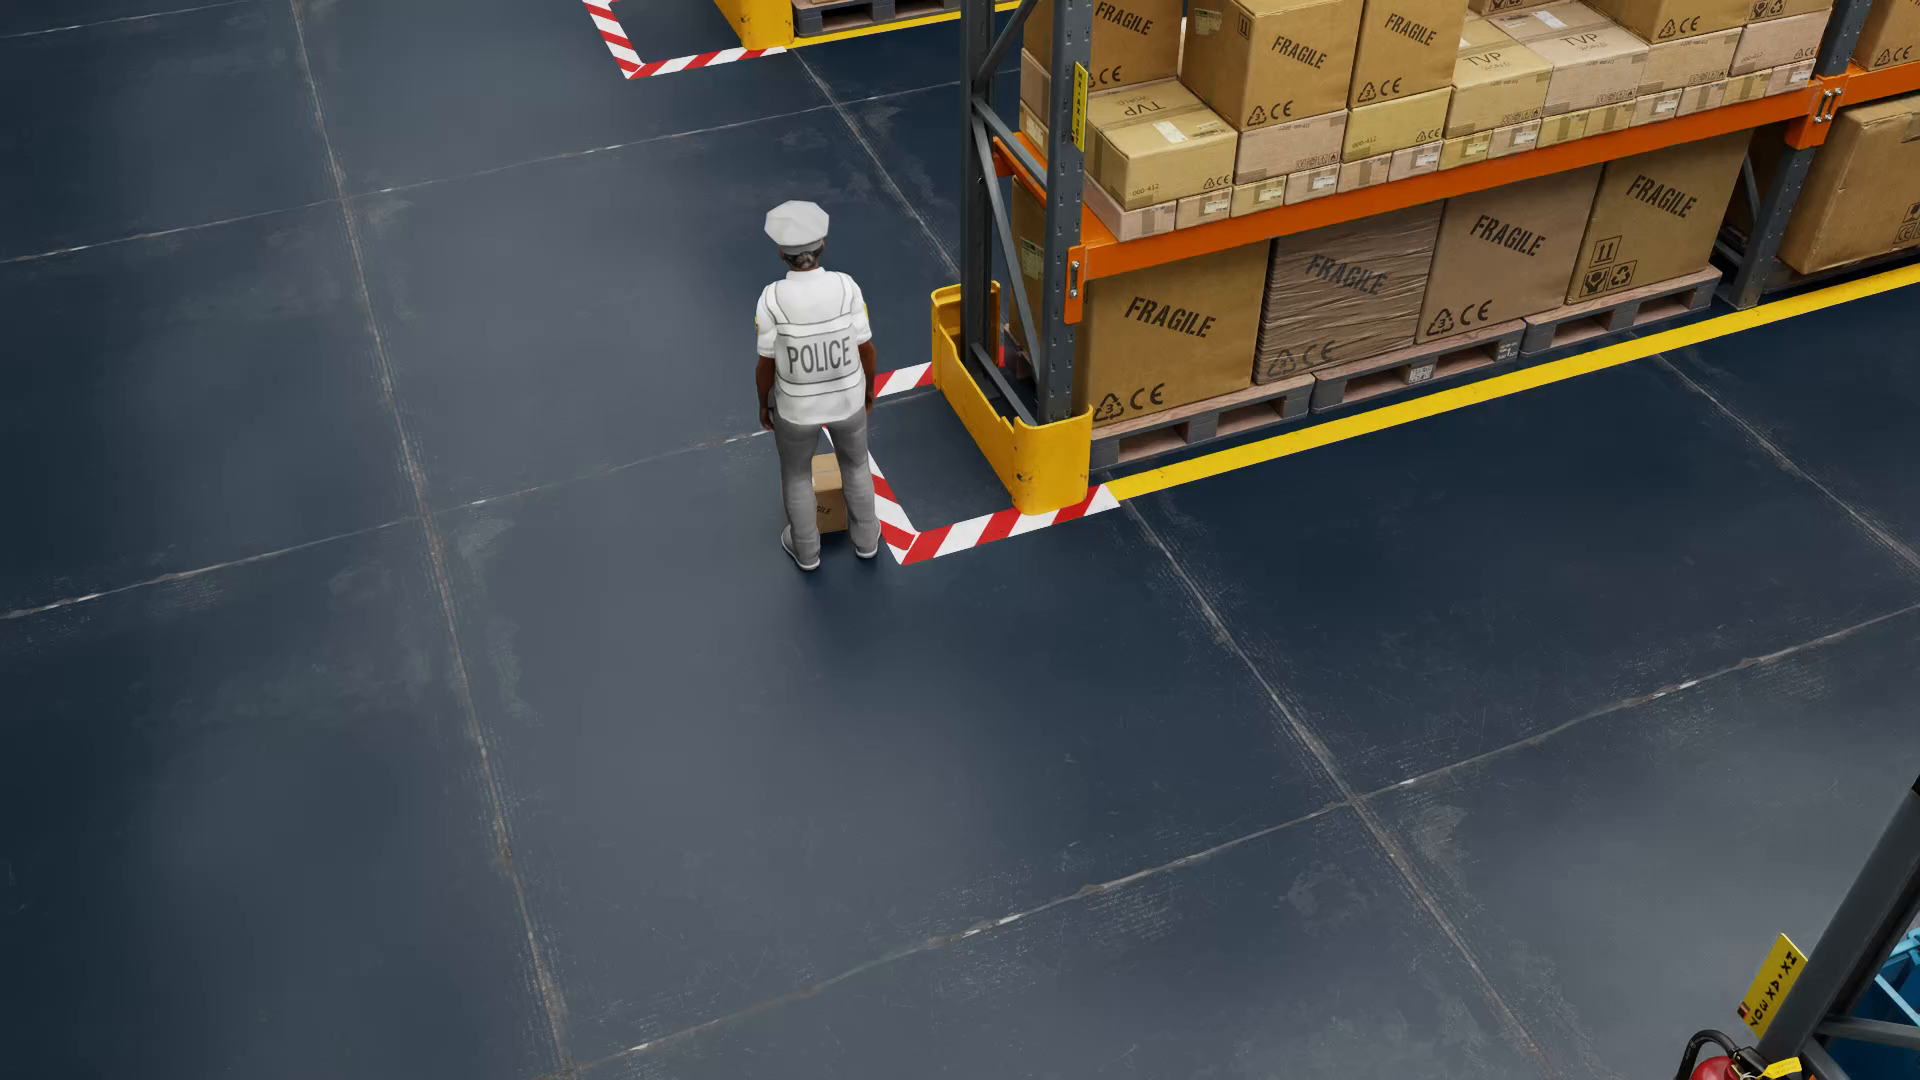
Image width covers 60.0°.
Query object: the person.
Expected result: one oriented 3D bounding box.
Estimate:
[{"bbox_3d":[-0.576,-0.574,6.798,0.505,1.659,0.392,-10,43,-11],"label":"person"}]
